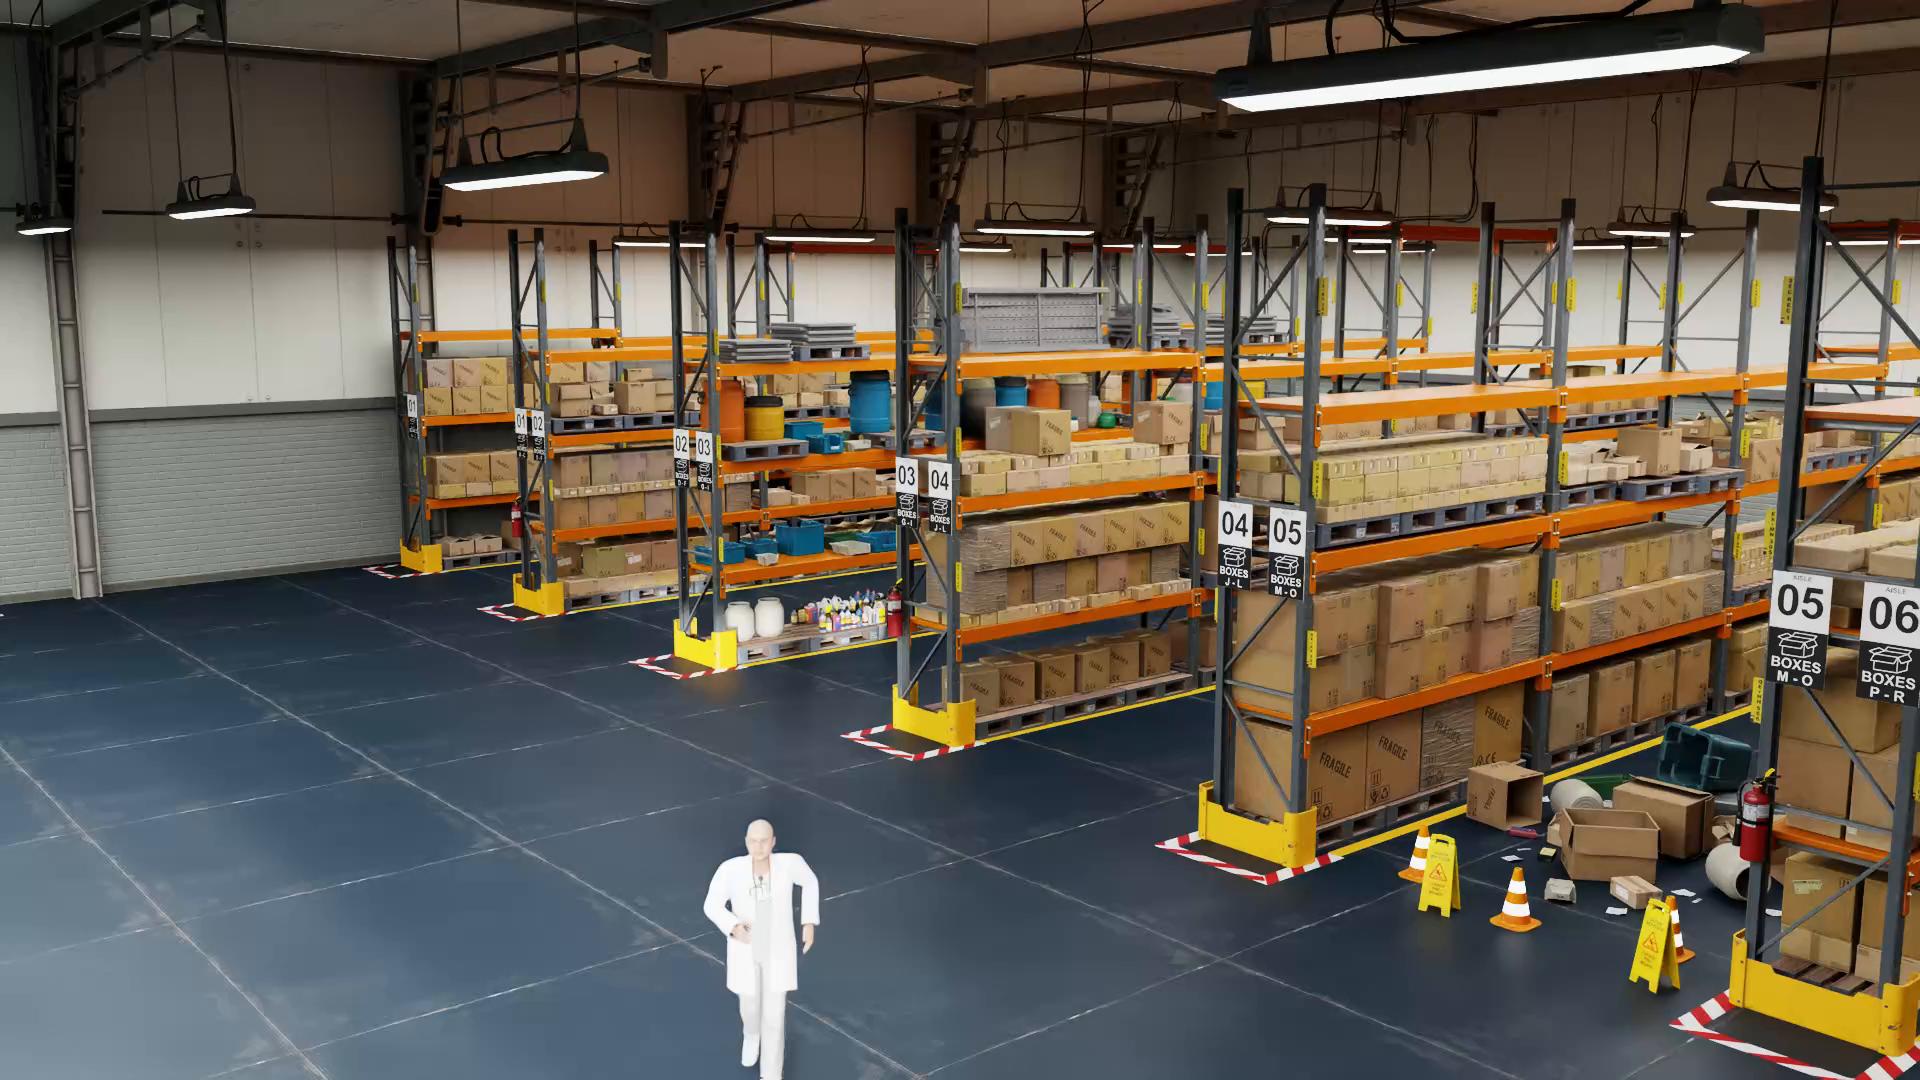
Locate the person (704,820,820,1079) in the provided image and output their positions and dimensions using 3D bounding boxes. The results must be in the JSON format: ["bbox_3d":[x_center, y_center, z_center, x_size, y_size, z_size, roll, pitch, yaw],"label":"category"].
[{"bbox_3d":[-1.267,2.659,10.691,0.732,1.807,0.947,-1,9,-5],"label":"person"}]

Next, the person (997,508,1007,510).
[{"bbox_3d":[0.898,-0.319,29.356,0.591,1.697,0.598,7,11,40],"label":"person"}]
